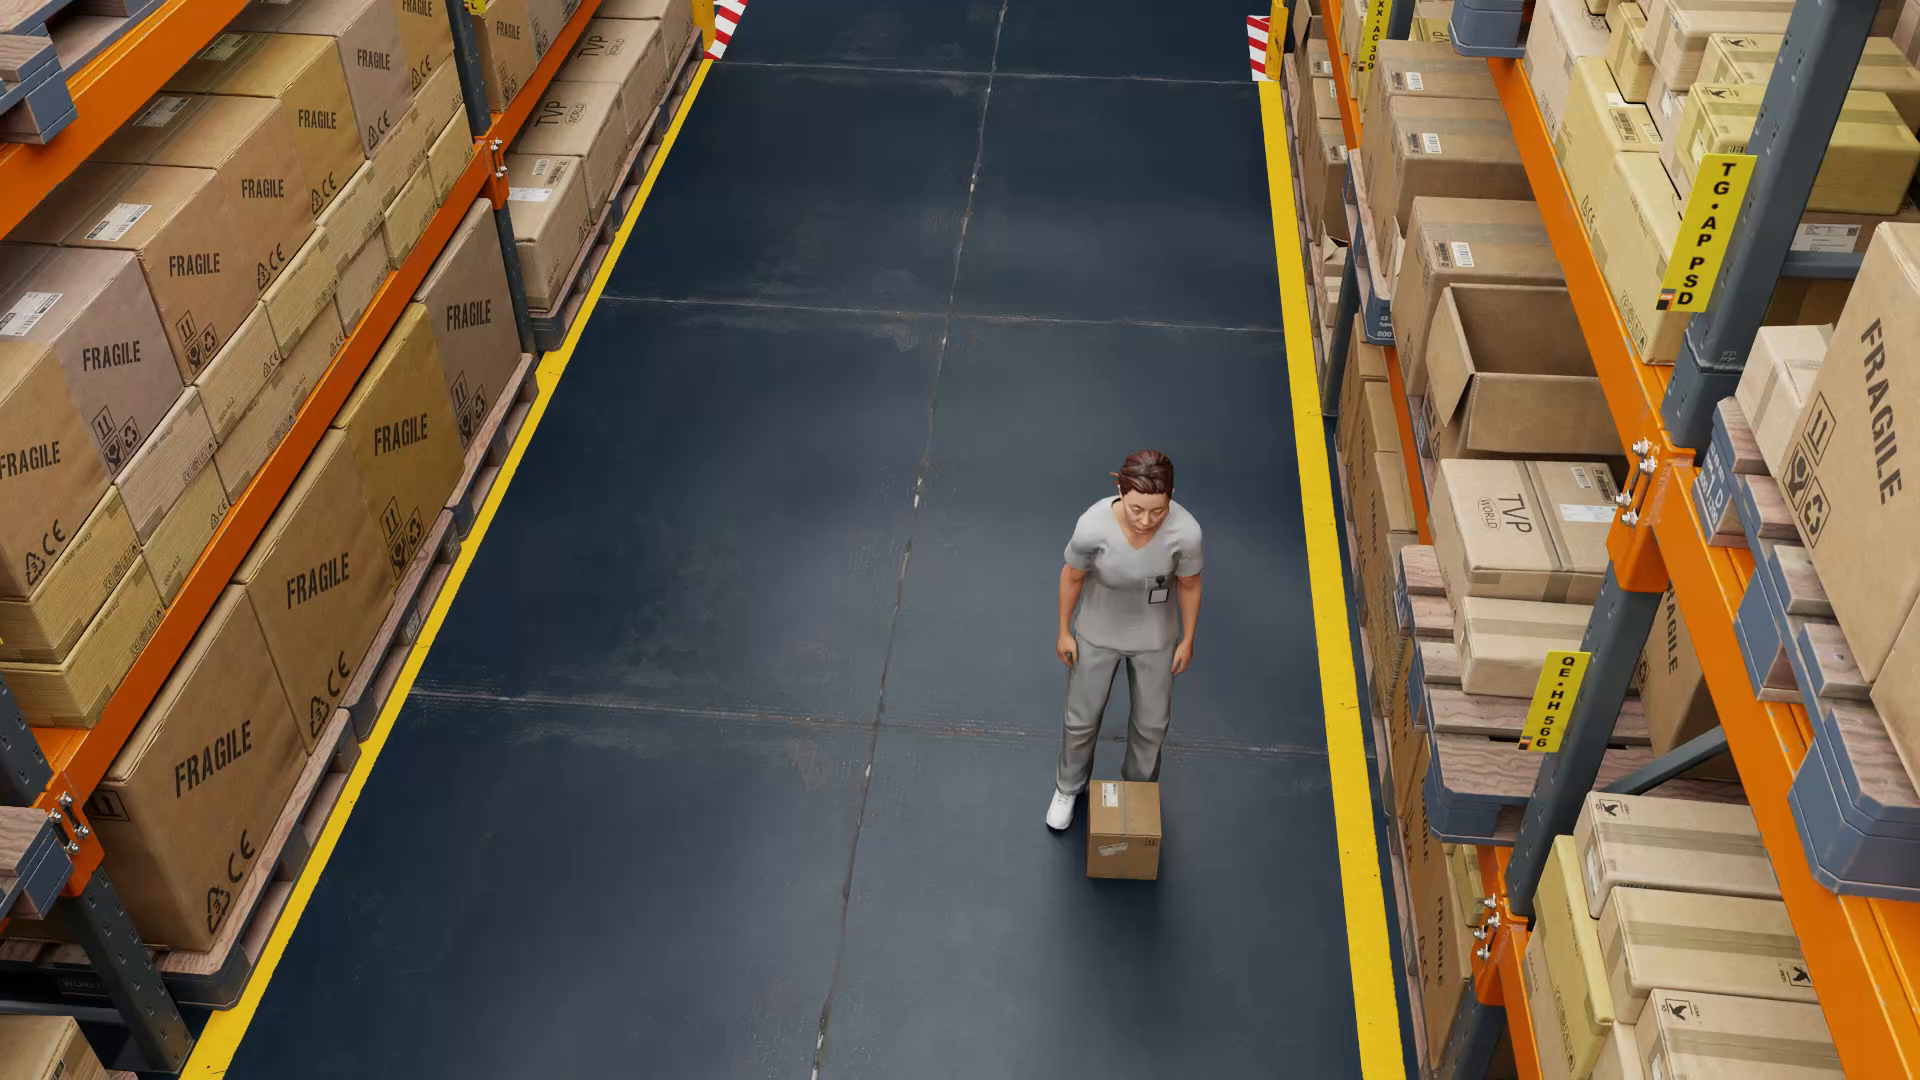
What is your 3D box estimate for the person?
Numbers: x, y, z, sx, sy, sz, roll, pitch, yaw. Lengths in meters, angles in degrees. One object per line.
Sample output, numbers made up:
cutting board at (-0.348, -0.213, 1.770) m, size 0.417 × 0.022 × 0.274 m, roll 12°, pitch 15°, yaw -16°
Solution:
person at (0.574, 0.349, 5.745) m, size 0.486 × 1.672 × 0.349 m, roll 3°, pitch 40°, yaw 3°
